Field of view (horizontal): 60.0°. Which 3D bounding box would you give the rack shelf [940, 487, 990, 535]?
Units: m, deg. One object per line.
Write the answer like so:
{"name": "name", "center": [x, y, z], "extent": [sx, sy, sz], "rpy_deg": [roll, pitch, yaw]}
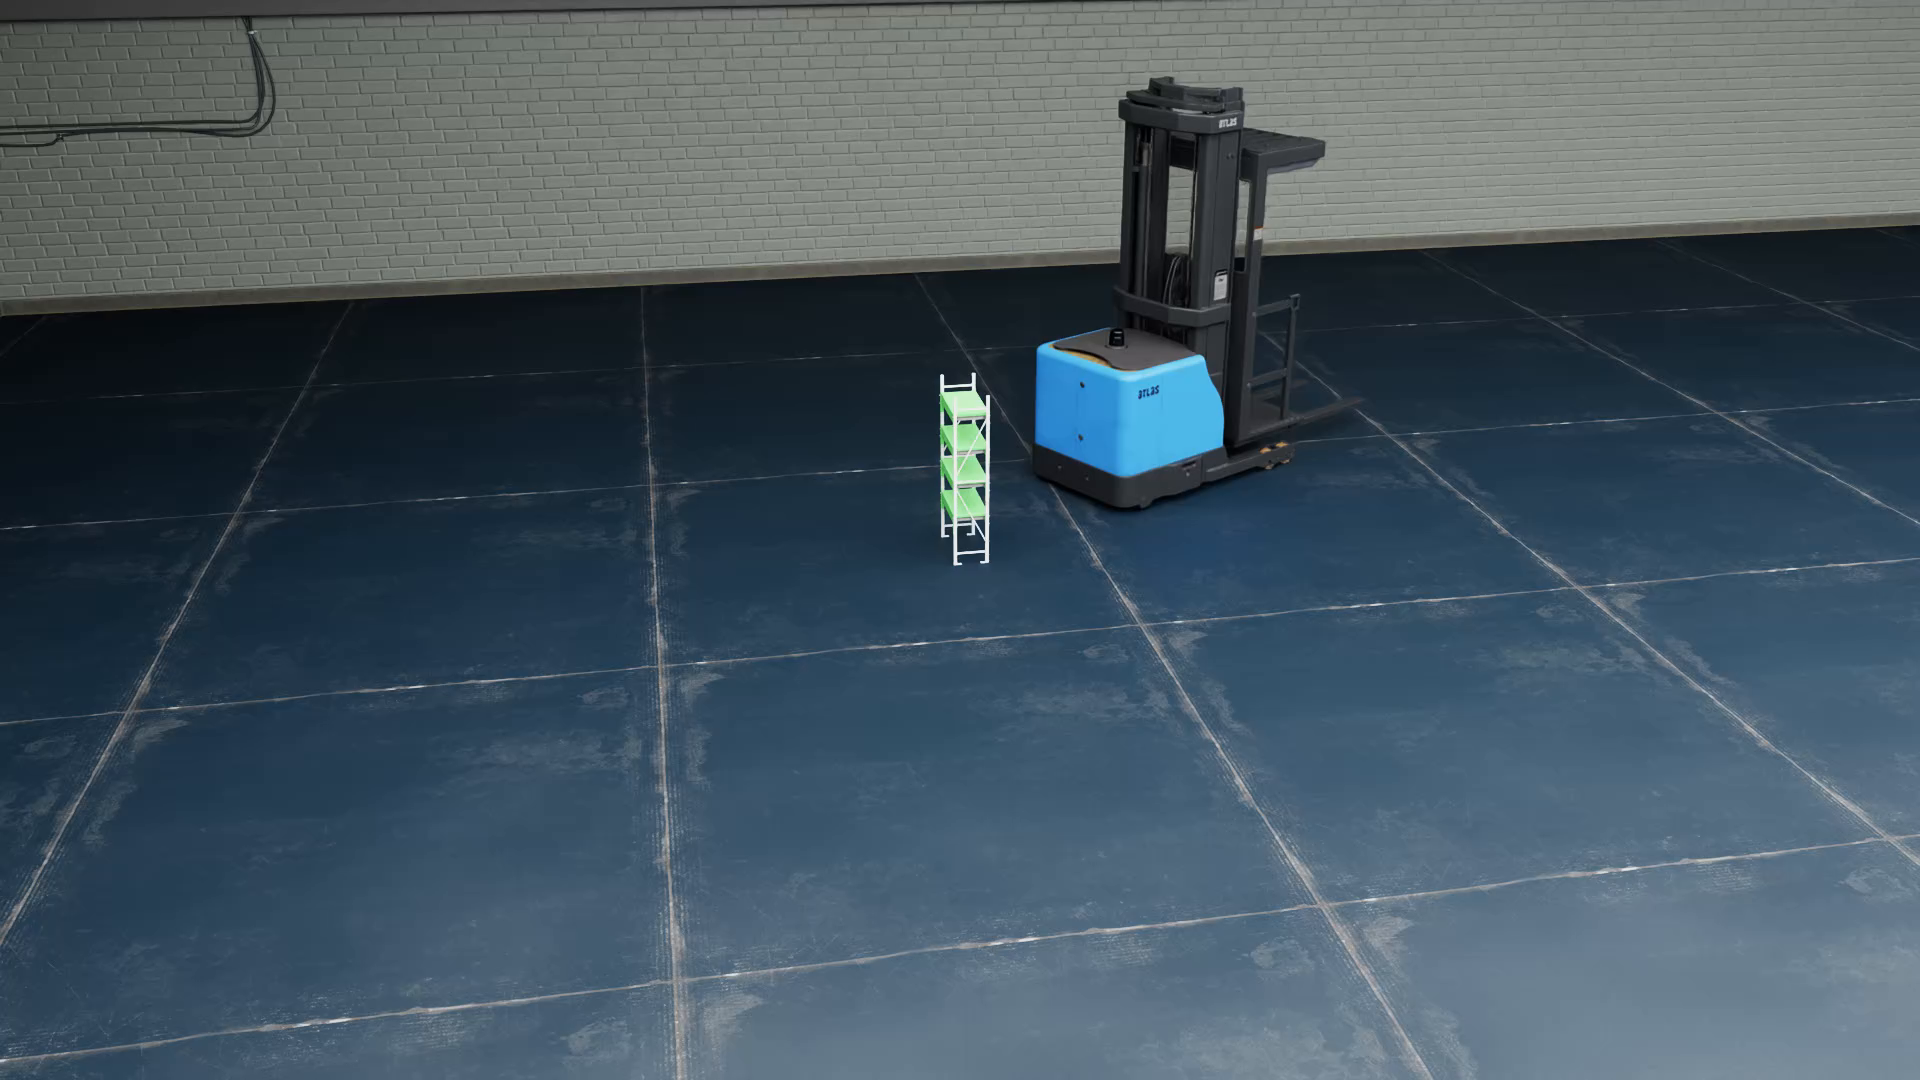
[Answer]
{"name": "rack shelf", "center": [0.031, -0.206, 11.482], "extent": [0.258, 0.148, 0.480], "rpy_deg": [-4, 24, -10]}

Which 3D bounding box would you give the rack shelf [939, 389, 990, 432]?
{"name": "rack shelf", "center": [0.031, -0.866, 11.194], "extent": [0.258, 0.148, 0.480], "rpy_deg": [-4, 24, -10]}

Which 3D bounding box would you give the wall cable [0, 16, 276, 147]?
{"name": "wall cable", "center": [-8.369, -5.090, 16.040], "extent": [3.097, 2.526, 0.112], "rpy_deg": [-4, 24, -10]}

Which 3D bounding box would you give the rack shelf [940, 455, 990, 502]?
{"name": "rack shelf", "center": [0.031, -0.426, 11.386], "extent": [0.258, 0.148, 0.480], "rpy_deg": [-4, 24, -10]}

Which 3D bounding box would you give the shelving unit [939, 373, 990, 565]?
{"name": "shelving unit", "center": [0.031, -0.485, 11.361], "extent": [0.258, 1.200, 0.503], "rpy_deg": [-4, 24, -10]}

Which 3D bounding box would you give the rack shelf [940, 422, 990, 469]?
{"name": "rack shelf", "center": [0.031, -0.646, 11.290], "extent": [0.258, 0.148, 0.480], "rpy_deg": [-4, 24, -10]}

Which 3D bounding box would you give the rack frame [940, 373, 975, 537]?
{"name": "rack frame", "center": [-0.015, -0.581, 11.581], "extent": [0.240, 1.200, 0.015], "rpy_deg": [-4, 24, -10]}

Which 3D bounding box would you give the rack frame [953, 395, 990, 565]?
{"name": "rack frame", "center": [0.076, -0.389, 11.141], "extent": [0.240, 1.200, 0.015], "rpy_deg": [-4, 24, -10]}

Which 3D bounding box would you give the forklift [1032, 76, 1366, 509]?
{"name": "forklift", "center": [2.015, -2.041, 12.761], "extent": [3.031, 2.935, 1.130], "rpy_deg": [-18, 30, -36]}
